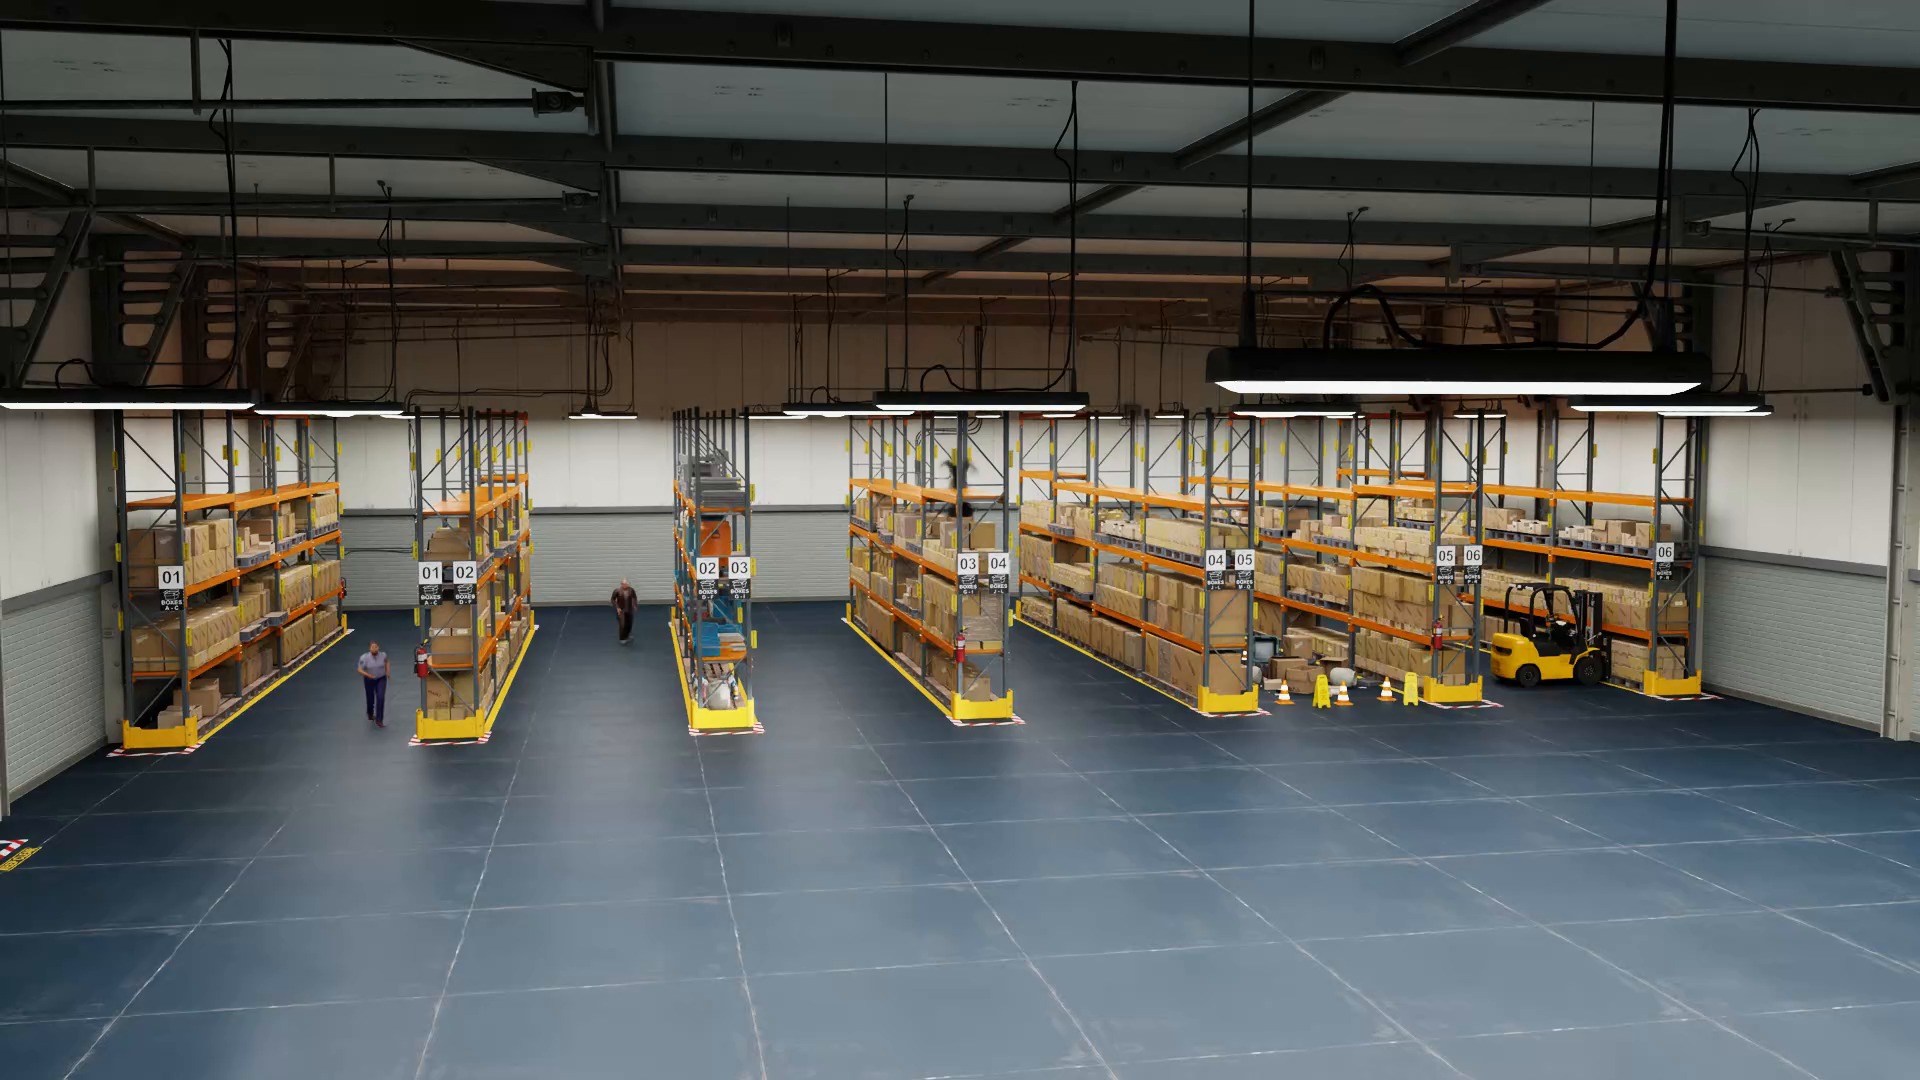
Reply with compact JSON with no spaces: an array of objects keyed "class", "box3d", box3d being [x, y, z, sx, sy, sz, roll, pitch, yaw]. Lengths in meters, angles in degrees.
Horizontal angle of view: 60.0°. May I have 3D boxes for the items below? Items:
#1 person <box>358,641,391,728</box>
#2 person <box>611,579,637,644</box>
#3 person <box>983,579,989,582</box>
[{"class":"person","box3d":[-11.059,2.700,31.392,0.590,1.608,0.786,-2,4,-23]},{"class":"person","box3d":[-8.691,1.829,42.962,0.724,1.683,0.865,-2,5,-31]},{"class":"person","box3d":[0.702,1.331,49.739,0.691,1.812,0.687,1,4,10]}]
